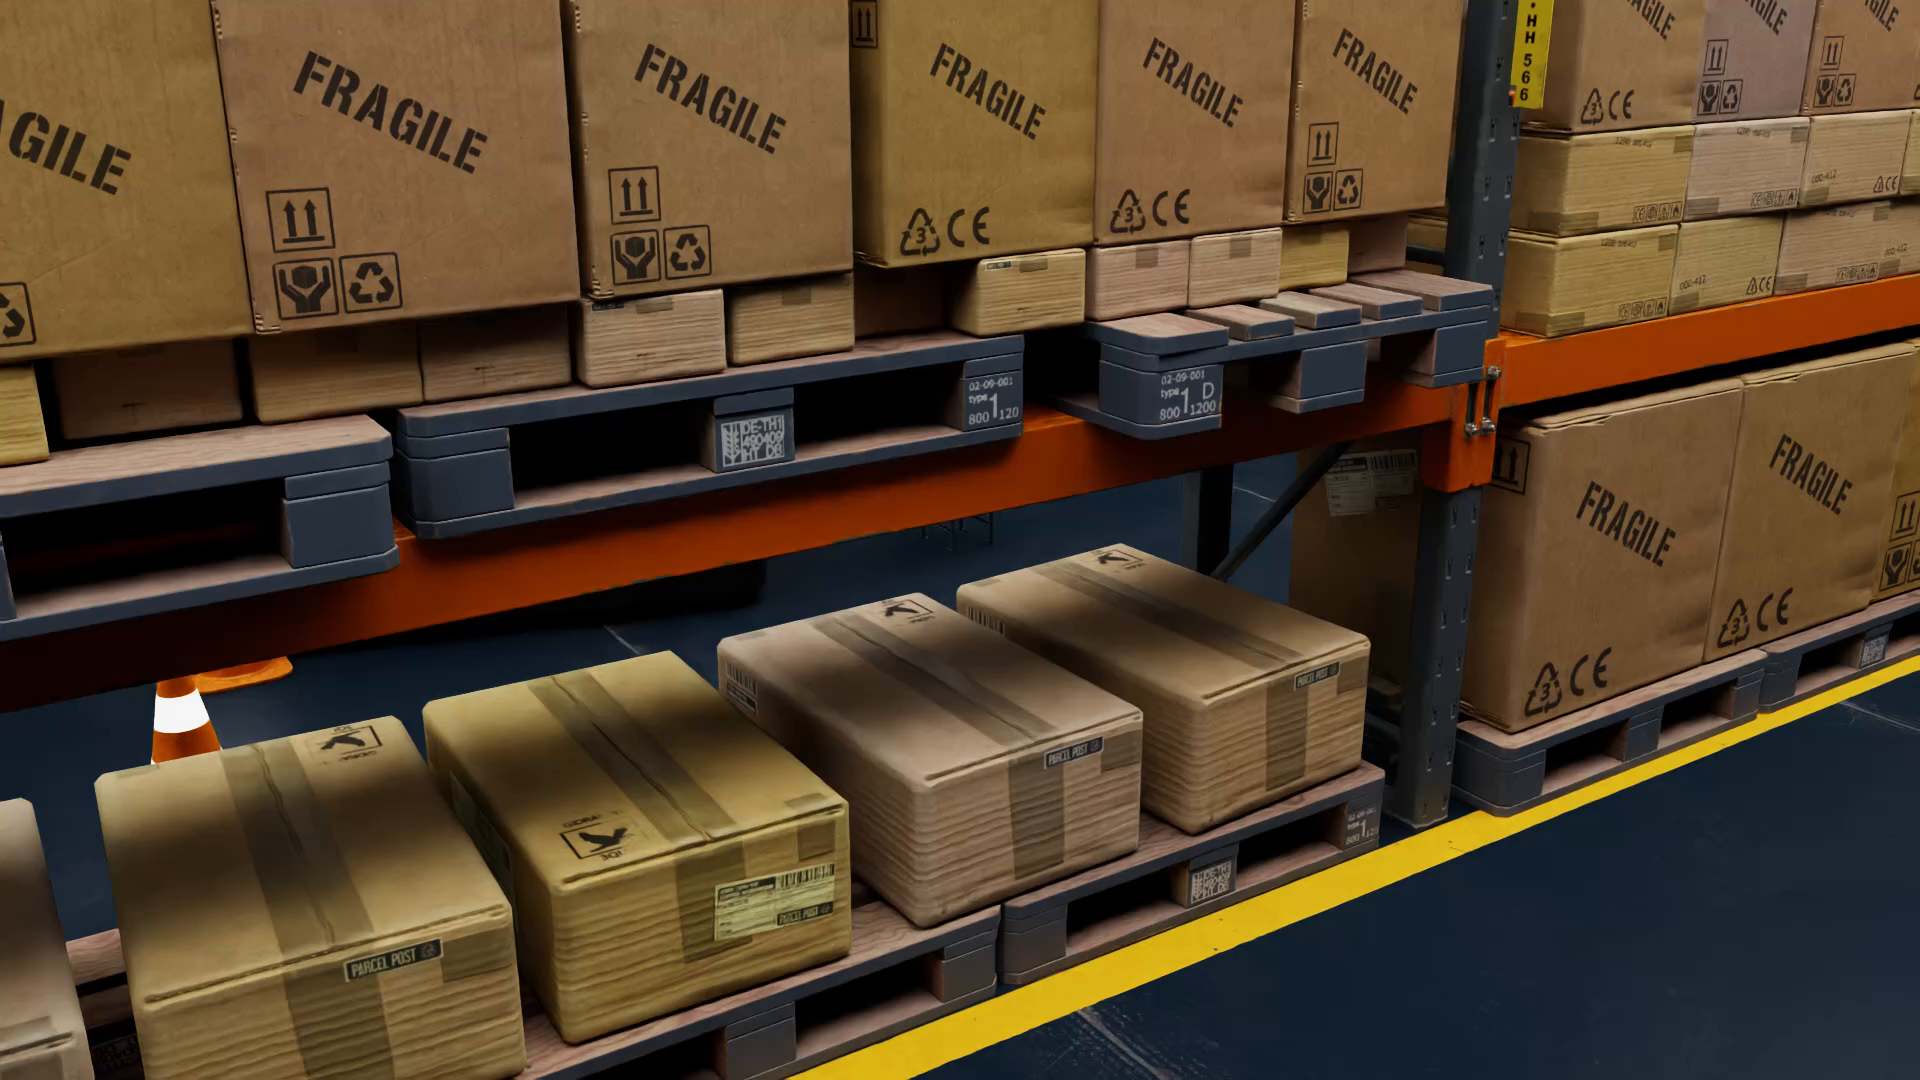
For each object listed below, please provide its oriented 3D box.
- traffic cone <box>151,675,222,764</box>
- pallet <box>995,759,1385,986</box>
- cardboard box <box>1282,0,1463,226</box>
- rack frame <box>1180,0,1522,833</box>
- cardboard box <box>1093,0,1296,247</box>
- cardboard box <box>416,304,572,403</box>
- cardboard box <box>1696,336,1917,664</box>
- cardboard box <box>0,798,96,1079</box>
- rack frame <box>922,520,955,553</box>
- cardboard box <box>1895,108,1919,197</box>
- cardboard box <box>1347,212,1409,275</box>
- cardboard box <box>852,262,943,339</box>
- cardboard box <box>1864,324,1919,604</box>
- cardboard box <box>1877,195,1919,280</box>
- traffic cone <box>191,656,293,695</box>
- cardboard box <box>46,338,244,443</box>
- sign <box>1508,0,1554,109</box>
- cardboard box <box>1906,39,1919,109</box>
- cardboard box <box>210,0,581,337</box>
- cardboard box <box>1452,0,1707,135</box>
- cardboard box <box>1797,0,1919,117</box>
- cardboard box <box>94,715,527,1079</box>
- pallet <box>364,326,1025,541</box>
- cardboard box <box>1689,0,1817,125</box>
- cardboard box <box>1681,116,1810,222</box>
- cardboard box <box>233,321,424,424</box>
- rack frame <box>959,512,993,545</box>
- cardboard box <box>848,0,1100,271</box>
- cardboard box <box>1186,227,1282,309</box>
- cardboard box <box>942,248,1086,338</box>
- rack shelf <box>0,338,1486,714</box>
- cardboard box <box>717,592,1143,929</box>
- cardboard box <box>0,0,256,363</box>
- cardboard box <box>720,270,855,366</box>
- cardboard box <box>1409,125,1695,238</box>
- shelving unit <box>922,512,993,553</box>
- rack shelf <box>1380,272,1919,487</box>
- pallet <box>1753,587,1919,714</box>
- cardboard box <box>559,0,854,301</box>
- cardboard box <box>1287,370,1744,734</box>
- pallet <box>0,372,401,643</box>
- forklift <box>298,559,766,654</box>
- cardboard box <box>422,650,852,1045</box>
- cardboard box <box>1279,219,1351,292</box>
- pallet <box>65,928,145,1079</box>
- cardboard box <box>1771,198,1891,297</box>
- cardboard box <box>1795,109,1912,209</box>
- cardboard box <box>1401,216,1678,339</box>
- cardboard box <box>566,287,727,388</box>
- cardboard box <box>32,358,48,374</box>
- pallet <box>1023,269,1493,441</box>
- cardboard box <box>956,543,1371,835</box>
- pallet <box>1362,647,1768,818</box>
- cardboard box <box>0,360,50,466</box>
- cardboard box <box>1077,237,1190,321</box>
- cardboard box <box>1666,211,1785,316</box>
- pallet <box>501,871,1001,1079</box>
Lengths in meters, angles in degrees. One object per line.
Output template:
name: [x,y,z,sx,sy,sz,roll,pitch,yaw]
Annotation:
traffic cone: [-2.082,0.530,4.455,0.334,0.463,0.336,-12,22,-31]
pallet: [0.340,0.675,4.419,1.213,0.211,1.003,-12,22,-31]
cardboard box: [0.766,-1.016,3.791,0.500,0.500,0.500,-13,22,-33]
rack frame: [0.993,-0.784,4.379,0.127,3.000,1.000,-12,22,-31]
cardboard box: [0.341,-0.922,3.513,0.500,0.500,0.500,-12,22,-32]
cardboard box: [-0.859,-0.361,2.865,0.250,0.149,0.380,-12,22,-31]
cardboard box: [2.363,-0.231,5.407,0.875,0.875,0.875,-12,22,-31]
cardboard box: [-1.911,0.874,2.924,0.625,0.372,0.950,-12,22,-31]
rack frame: [-0.089,-0.550,6.497,0.006,1.200,0.240,-12,22,-31]
cardboard box: [2.838,-1.234,5.164,0.500,0.250,0.500,-11,22,-30]
cardboard box: [0.849,-0.743,3.995,0.250,0.149,0.380,-11,22,-29]
cardboard box: [-0.237,-0.515,3.321,0.250,0.149,0.380,-12,22,-31]
cardboard box: [3.110,-0.389,5.873,0.875,0.875,0.875,-11,22,-30]
cardboard box: [2.811,-1.005,5.269,0.500,0.250,0.500,-12,22,-31]
traffic cone: [-2.390,0.211,5.397,0.334,0.463,0.336,-12,22,-31]
cardboard box: [-1.304,-0.284,2.637,0.250,0.149,0.380,-10,21,-28]
sign: [1.300,-1.151,3.782,0.005,0.325,0.100,-12,22,-31]
cardboard box: [2.812,-1.591,5.050,0.500,0.500,0.500,-12,22,-31]
cardboard box: [-0.960,-0.644,2.689,0.500,0.500,0.500,-12,22,-32]
cardboard box: [1.540,-1.326,4.266,0.500,0.500,0.500,-13,22,-33]
cardboard box: [2.389,-1.503,4.790,0.500,0.500,0.500,-11,22,-30]
cardboard box: [-1.312,0.746,3.301,0.625,0.372,0.950,-10,21,-28]
pallet: [-0.638,-0.333,3.346,1.213,0.211,1.003,-12,22,-31]
cardboard box: [1.949,-1.416,4.532,0.500,0.500,0.500,-12,22,-31]
cardboard box: [1.984,-1.063,4.660,0.500,0.250,0.500,-11,22,-30]
cardboard box: [-1.066,-0.318,2.738,0.250,0.149,0.380,-12,22,-31]
rack frame: [0.064,-0.582,6.593,0.006,1.200,0.240,-12,22,-31]
cardboard box: [-0.080,-0.833,3.249,0.500,0.500,0.500,-14,23,-35]
cardboard box: [0.479,-0.620,3.631,0.250,0.149,0.380,-12,22,-32]
cardboard box: [0.042,-0.525,3.352,0.250,0.149,0.380,-11,22,-30]
rack shelf: [-0.677,-0.090,3.452,4.000,0.370,1.077,-12,22,-31]
cardboard box: [-0.096,0.491,4.055,0.625,0.372,0.950,-12,22,-32]
cardboard box: [-1.380,-0.560,2.443,0.500,0.500,0.500,-12,22,-31]
cardboard box: [-0.402,-0.449,3.125,0.250,0.149,0.380,-13,22,-33]
cardboard box: [1.552,-0.973,4.391,0.500,0.250,0.500,-12,22,-32]
shelving unit: [-0.012,-0.566,6.545,0.189,1.200,0.258,-12,22,-31]
rack shelf: [2.664,-0.795,5.536,4.000,0.370,1.077,-12,22,-31]
pallet: [2.711,0.205,5.808,1.213,0.211,1.003,-12,22,-31]
cardboard box: [-0.537,-0.737,2.966,0.500,0.500,0.500,-13,23,-34]
cardboard box: [1.616,-0.075,4.946,0.875,0.875,0.875,-12,22,-32]
pallet: [-1.629,-0.084,2.609,1.213,0.211,1.003,-12,22,-31]
forklift: [-2.285,-1.174,5.641,3.031,2.935,1.130,-5,19,-15]
cardboard box: [-0.733,0.623,3.665,0.625,0.372,0.950,-11,22,-30]
cardboard box: [0.665,-0.676,3.798,0.250,0.149,0.380,-12,22,-31]
pallet: [-1.698,1.104,3.148,1.213,0.211,1.003,-12,22,-31]
cardboard box: [2.401,-0.917,5.009,0.500,0.250,0.500,-11,22,-30]
cardboard box: [2.408,-1.148,4.910,0.500,0.250,0.500,-12,22,-32]
cardboard box: [1.540,-0.731,4.459,0.500,0.250,0.500,-12,22,-32]
cardboard box: [-0.608,-0.394,2.963,0.250,0.149,0.380,-11,22,-29]
cardboard box: [-1.644,-0.420,3.040,0.250,0.149,0.380,-12,22,-32]
pallet: [0.457,-0.539,3.954,1.003,0.211,1.213,-12,22,-31]
cardboard box: [0.516,0.359,4.446,0.625,0.372,0.950,-14,23,-35]
pallet: [1.693,0.419,5.177,1.213,0.211,1.003,-12,22,-31]
cardboard box: [-1.499,-0.213,2.429,0.250,0.149,0.380,-11,22,-30]
cardboard box: [0.264,-0.578,3.506,0.250,0.149,0.380,-13,23,-34]
cardboard box: [1.959,-0.827,4.740,0.500,0.250,0.500,-13,22,-33]
pallet: [-0.678,0.888,3.788,1.213,0.211,1.003,-12,22,-31]
